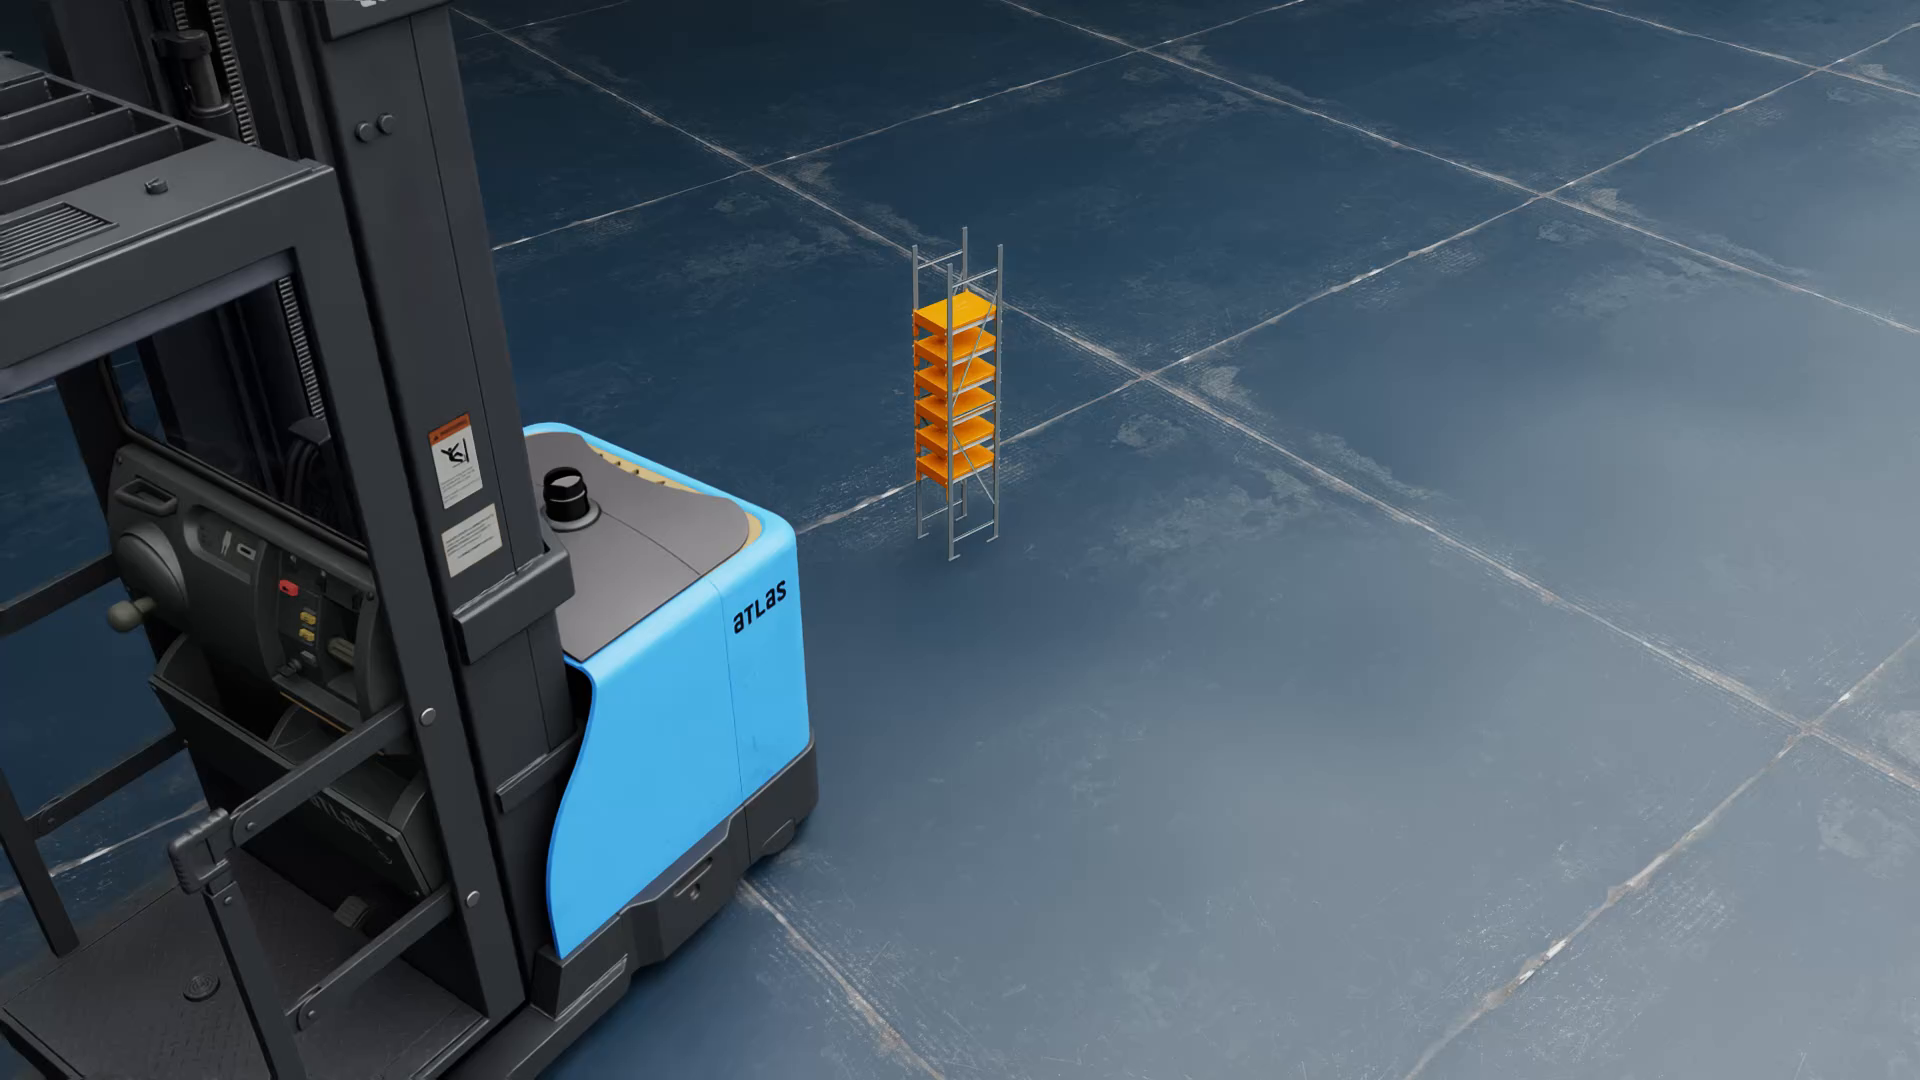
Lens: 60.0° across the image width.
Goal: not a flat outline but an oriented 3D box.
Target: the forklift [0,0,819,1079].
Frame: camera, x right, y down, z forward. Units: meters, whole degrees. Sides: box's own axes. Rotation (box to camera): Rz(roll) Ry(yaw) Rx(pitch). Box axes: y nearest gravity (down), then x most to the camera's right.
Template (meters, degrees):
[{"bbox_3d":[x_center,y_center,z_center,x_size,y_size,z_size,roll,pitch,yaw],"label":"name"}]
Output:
[{"bbox_3d":[-1.689,0.165,3.482,1.130,2.935,3.031,22,41,28],"label":"forklift"}]

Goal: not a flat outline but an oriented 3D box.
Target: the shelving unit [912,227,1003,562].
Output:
[{"bbox_3d":[-0.009,-0.496,5.912,0.258,1.200,0.189,-26,43,-32],"label":"shelving unit"}]

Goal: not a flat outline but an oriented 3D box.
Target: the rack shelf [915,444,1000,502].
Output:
[{"bbox_3d":[-0.009,-0.264,6.077,0.258,0.103,0.180,-26,43,-32],"label":"rack shelf"}]

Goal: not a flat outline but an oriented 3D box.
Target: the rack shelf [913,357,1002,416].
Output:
[{"bbox_3d":[-0.009,-0.558,5.869,0.258,0.103,0.180,-26,43,-32],"label":"rack shelf"}]

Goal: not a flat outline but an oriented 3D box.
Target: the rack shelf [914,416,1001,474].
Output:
[{"bbox_3d":[-0.009,-0.362,6.007,0.258,0.103,0.180,-26,43,-32],"label":"rack shelf"}]

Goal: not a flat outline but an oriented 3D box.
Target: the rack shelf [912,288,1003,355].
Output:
[{"bbox_3d":[-0.009,-0.754,5.730,0.258,0.103,0.180,-26,43,-32],"label":"rack shelf"}]

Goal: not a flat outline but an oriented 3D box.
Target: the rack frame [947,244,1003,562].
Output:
[{"bbox_3d":[0.050,-0.456,5.855,0.240,1.200,0.006,-26,43,-32],"label":"rack frame"}]

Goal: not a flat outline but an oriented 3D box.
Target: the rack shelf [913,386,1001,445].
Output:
[{"bbox_3d":[-0.009,-0.460,5.938,0.258,0.103,0.180,-26,43,-32],"label":"rack shelf"}]

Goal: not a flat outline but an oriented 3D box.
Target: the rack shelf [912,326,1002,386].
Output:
[{"bbox_3d":[-0.009,-0.656,5.799,0.258,0.103,0.180,-26,43,-32],"label":"rack shelf"}]

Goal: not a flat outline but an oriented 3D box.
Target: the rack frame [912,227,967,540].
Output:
[{"bbox_3d":[-0.068,-0.536,5.969,0.240,1.200,0.006,-26,43,-32],"label":"rack frame"}]
